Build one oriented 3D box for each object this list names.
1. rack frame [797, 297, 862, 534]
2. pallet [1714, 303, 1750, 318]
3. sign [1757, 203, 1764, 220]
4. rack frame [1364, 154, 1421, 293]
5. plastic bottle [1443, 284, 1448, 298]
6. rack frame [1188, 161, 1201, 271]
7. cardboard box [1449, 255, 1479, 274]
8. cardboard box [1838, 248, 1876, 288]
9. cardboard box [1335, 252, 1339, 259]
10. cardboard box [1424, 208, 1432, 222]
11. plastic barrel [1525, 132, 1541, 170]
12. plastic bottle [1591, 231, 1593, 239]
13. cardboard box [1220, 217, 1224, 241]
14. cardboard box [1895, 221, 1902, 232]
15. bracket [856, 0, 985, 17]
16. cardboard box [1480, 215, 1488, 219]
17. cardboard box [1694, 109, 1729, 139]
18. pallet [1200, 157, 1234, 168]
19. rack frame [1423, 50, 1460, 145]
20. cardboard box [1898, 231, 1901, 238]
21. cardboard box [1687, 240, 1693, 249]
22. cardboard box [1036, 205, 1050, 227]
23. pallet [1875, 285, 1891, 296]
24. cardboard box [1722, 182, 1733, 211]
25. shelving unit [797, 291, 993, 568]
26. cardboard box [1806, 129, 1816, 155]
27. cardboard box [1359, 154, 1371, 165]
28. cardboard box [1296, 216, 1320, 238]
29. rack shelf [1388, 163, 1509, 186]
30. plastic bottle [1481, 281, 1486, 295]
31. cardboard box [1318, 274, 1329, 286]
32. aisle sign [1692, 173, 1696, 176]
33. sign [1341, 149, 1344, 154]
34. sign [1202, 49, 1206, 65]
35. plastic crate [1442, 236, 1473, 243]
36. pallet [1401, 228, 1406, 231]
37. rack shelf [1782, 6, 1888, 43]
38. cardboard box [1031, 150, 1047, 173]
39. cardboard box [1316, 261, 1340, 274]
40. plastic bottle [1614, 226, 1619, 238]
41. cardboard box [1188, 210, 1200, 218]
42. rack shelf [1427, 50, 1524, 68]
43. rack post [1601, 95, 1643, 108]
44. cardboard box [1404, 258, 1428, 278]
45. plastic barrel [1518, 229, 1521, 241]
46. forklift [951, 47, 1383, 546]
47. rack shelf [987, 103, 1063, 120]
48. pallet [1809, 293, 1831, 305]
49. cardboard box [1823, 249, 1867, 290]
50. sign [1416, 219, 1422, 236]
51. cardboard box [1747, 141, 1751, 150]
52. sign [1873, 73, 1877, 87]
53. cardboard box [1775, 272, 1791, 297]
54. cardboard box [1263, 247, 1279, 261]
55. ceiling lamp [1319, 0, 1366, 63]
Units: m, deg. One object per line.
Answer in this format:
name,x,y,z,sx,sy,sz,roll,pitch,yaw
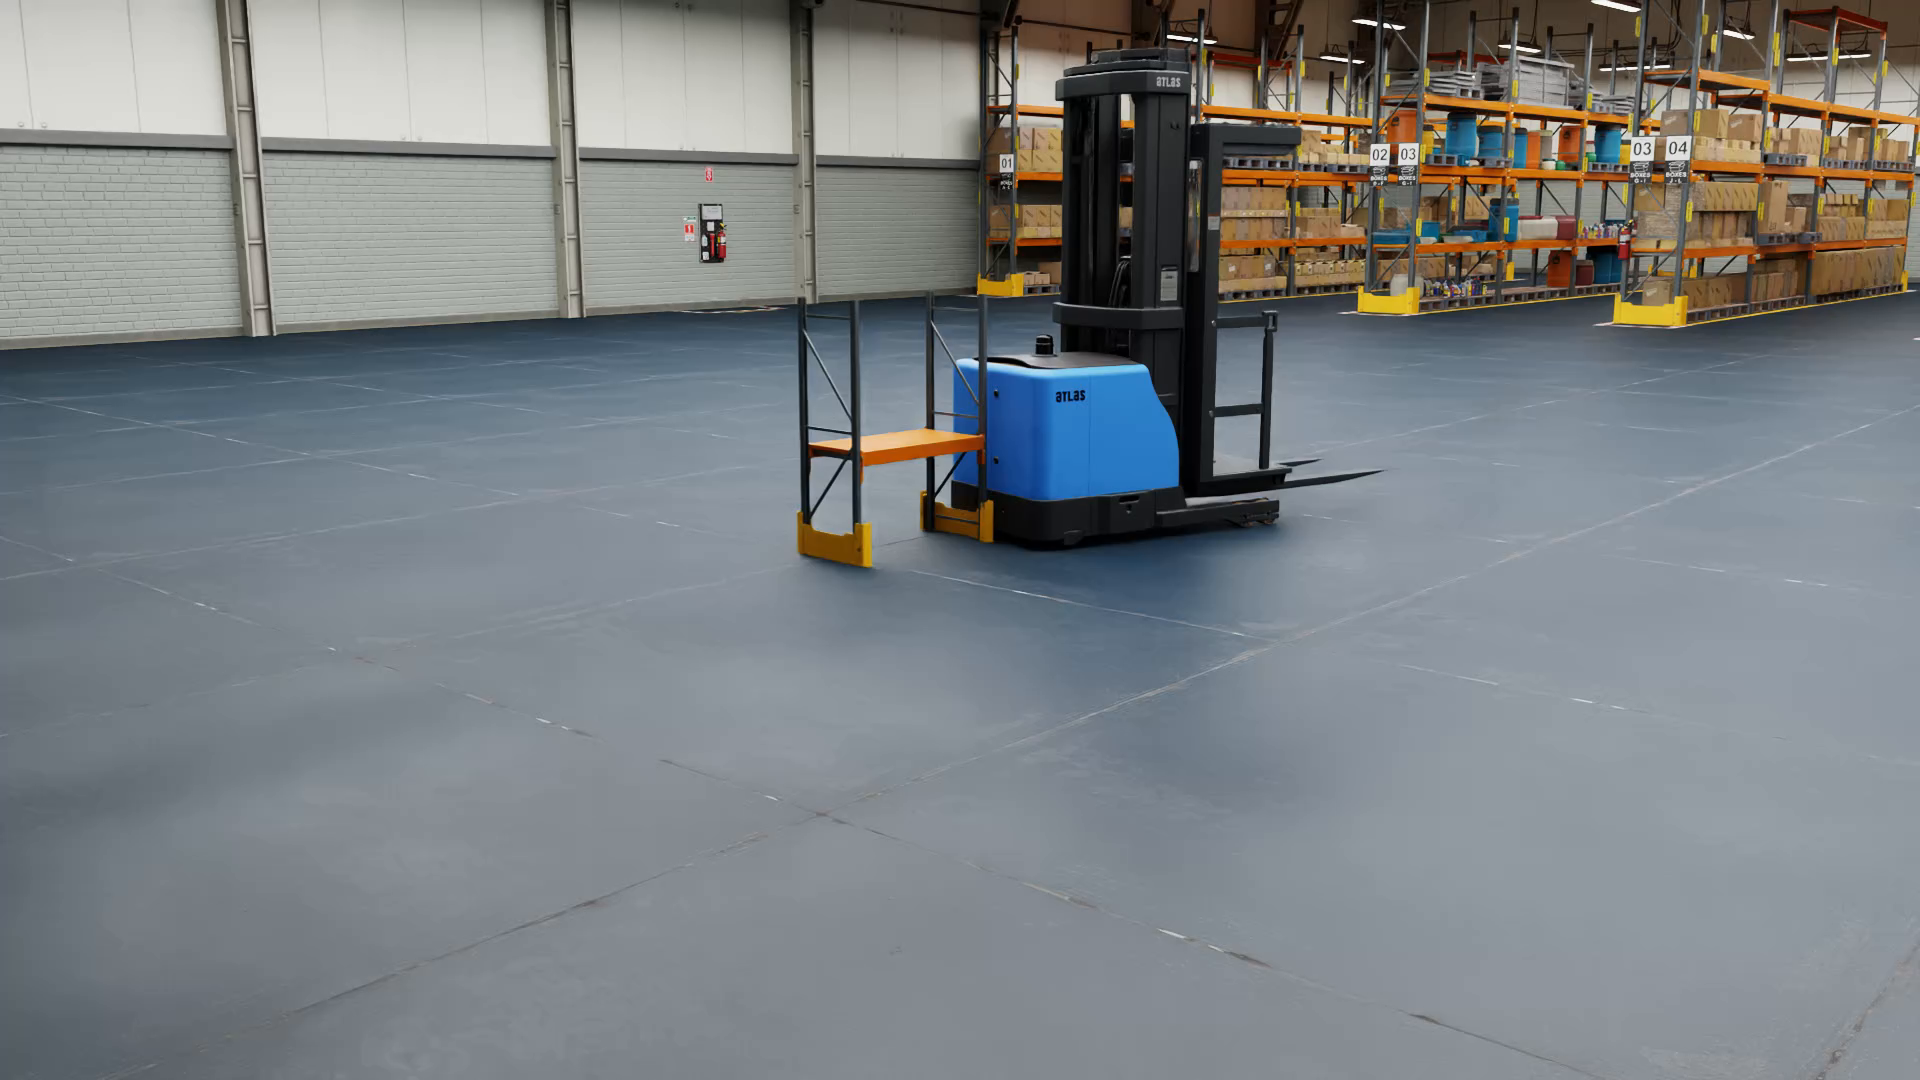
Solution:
rack frame,-0.744,-0.621,9.492,0.032,1.500,0.500,-11,16,-44
pallet,14.271,-4.370,31.549,1.003,0.211,1.213,10,15,40
sign,15.100,-6.196,31.364,0.100,0.325,0.005,10,15,40
rack frame,8.327,-5.892,32.054,1.000,3.000,0.127,10,15,40
plastic bottle,9.758,-4.997,33.412,0.097,0.271,0.097,0,11,0
rack frame,4.608,-6.533,35.263,1.000,3.000,0.127,10,15,40
cardboard box,13.766,-7.567,45.691,0.797,0.503,0.637,10,15,40
cardboard box,20.464,-6.268,38.288,0.875,0.875,0.875,10,15,40
cardboard box,11.060,-8.391,49.876,0.700,0.500,0.500,10,15,40
cardboard box,12.049,-8.513,43.847,0.700,0.500,0.500,4,12,21
plastic barrel,12.471,-8.562,36.664,0.600,0.830,0.708,10,15,40
plastic bottle,14.627,-7.095,38.582,0.097,0.201,0.097,0,11,0
cardboard box,5.269,-6.727,35.979,0.700,0.500,0.500,10,15,42
cardboard box,22.153,-7.498,39.717,0.500,0.250,0.500,9,15,39
bracket,-1.022,-11.606,36.156,0.076,0.066,4.783,10,15,40
cardboard box,14.073,-8.612,45.413,0.500,0.500,0.500,9,15,40
cardboard box,13.230,-7.346,29.384,0.500,0.500,0.500,10,15,40
pallet,5.095,-8.061,35.482,1.003,0.211,1.213,10,15,40
rack frame,12.530,-11.241,43.515,1.000,3.000,0.127,10,15,40
cardboard box,22.284,-7.312,39.805,0.380,0.149,0.250,10,15,40
cardboard box,12.594,-5.174,29.099,0.380,0.149,0.250,10,15,40
cardboard box,1.760,-7.580,38.921,0.500,0.500,0.500,10,15,41
pallet,21.335,-5.932,39.372,1.003,0.211,1.213,10,15,40
cardboard box,13.605,-6.204,30.045,0.500,0.500,0.500,10,15,40
shelving unit,-0.378,-0.693,9.851,1.083,1.500,0.587,-11,16,-44
cardboard box,16.871,-8.015,33.490,0.500,0.500,0.500,10,15,40
cardboard box,10.152,-9.299,41.195,0.910,0.500,0.500,10,15,40
cardboard box,8.116,-7.359,39.143,0.500,0.500,0.500,-11,16,-43
rack shelf,9.647,-7.305,33.303,1.077,0.370,4.000,10,15,40
plastic bottle,10.897,-5.251,34.655,0.061,0.283,0.133,11,16,43
cardboard box,8.380,-6.158,39.333,0.500,0.250,0.500,9,15,39
aisle sign,19.156,-9.494,43.448,0.394,0.787,0.004,10,15,40
sign,9.483,-9.505,41.164,0.100,0.325,0.005,10,15,40
sign,5.021,-9.938,34.204,0.100,0.325,0.005,10,15,40
plastic crate,10.086,-6.080,33.666,0.530,0.136,0.437,10,15,40
pallet,11.170,-7.903,42.610,1.003,0.211,1.213,10,15,40
rack shelf,18.648,-10.942,35.371,1.077,0.370,4.000,10,15,40
cardboard box,1.675,-8.794,38.618,0.500,0.500,0.500,-11,16,-44
cardboard box,8.723,-6.509,39.659,0.500,0.311,0.500,10,15,42
plastic bottle,15.657,-7.369,39.765,0.152,0.276,0.135,10,15,40
cardboard box,5.029,-6.930,35.339,0.380,0.149,0.250,10,15,40
rack shelf,13.850,-12.812,44.733,1.077,0.370,4.000,10,15,40
rack post,15.668,-10.443,39.713,0.937,0.300,0.954,9,15,39
cardboard box,11.755,-7.034,43.027,0.500,0.500,0.500,10,15,41
plastic barrel,11.956,-6.588,35.889,0.301,0.262,0.301,0,11,0
forklift,1.463,-1.596,10.721,3.031,2.935,1.130,-7,13,-31
rack shelf,2.205,-10.055,39.423,1.077,0.370,4.000,10,15,40
pallet,17.905,-5.168,35.545,1.003,0.211,1.213,10,15,40
cardboard box,19.561,-6.085,37.369,1.225,0.875,0.875,10,15,41
sign,8.737,-5.956,31.667,0.100,0.325,0.005,10,15,40
cardboard box,14.345,-7.273,30.671,0.380,0.149,0.250,9,14,38
sign,22.196,-11.156,40.303,0.100,0.325,0.005,10,15,40
cardboard box,16.544,-5.234,34.019,0.700,0.500,0.500,8,14,36
cardboard box,8.475,-7.978,46.913,0.750,0.750,0.750,10,15,41
ceiling lamp,10.363,-14.257,43.716,0.800,3.185,2.000,10,15,40
